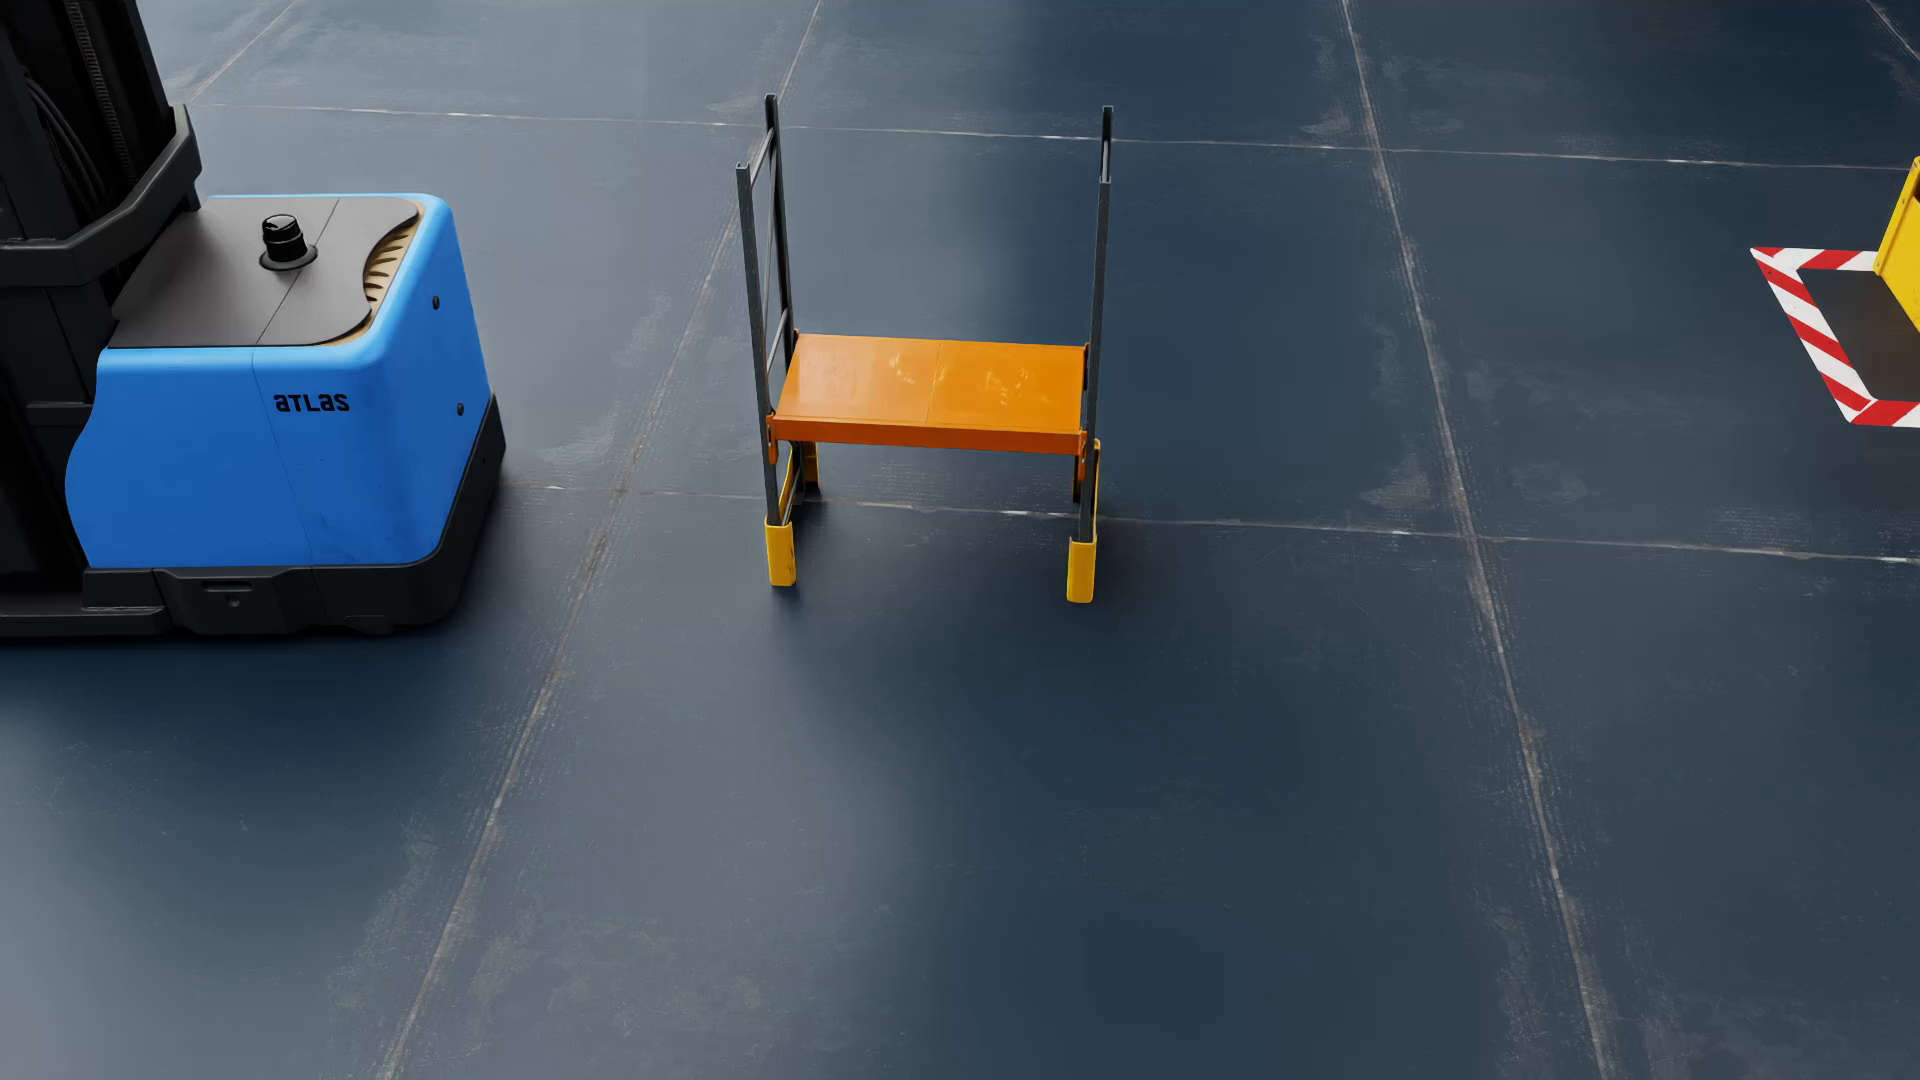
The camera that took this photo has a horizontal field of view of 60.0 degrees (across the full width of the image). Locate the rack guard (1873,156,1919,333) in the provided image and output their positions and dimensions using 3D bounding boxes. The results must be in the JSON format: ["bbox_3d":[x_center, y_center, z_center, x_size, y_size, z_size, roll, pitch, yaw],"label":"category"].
[{"bbox_3d":[4.076,-1.031,6.621,0.348,0.500,1.175,3,39,4],"label":"rack guard"}]

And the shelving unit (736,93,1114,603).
[{"bbox_3d":[-0.076,-0.586,5.282,1.083,1.500,0.587,3,39,4],"label":"shelving unit"}]

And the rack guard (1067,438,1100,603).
[{"bbox_3d":[0.420,-0.074,5.643,0.087,0.250,0.587,3,39,4],"label":"rack guard"}]

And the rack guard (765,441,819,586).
[{"bbox_3d":[-0.572,-0.128,5.710,0.087,0.250,0.587,3,39,4],"label":"rack guard"}]

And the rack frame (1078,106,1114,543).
[{"bbox_3d":[0.421,-0.559,5.248,0.032,1.500,0.500,3,39,4],"label":"rack frame"}]

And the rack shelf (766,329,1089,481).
[{"bbox_3d":[-0.085,-0.447,5.396,1.000,0.185,0.538,3,39,4],"label":"rack shelf"}]

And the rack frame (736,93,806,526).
[{"bbox_3d":[-0.591,-0.614,5.316,0.032,1.500,0.500,3,39,4],"label":"rack frame"}]

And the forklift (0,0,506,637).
[{"bbox_3d":[-3.155,-1.124,4.810,3.031,2.935,1.130,-1,39,-1],"label":"forklift"}]
